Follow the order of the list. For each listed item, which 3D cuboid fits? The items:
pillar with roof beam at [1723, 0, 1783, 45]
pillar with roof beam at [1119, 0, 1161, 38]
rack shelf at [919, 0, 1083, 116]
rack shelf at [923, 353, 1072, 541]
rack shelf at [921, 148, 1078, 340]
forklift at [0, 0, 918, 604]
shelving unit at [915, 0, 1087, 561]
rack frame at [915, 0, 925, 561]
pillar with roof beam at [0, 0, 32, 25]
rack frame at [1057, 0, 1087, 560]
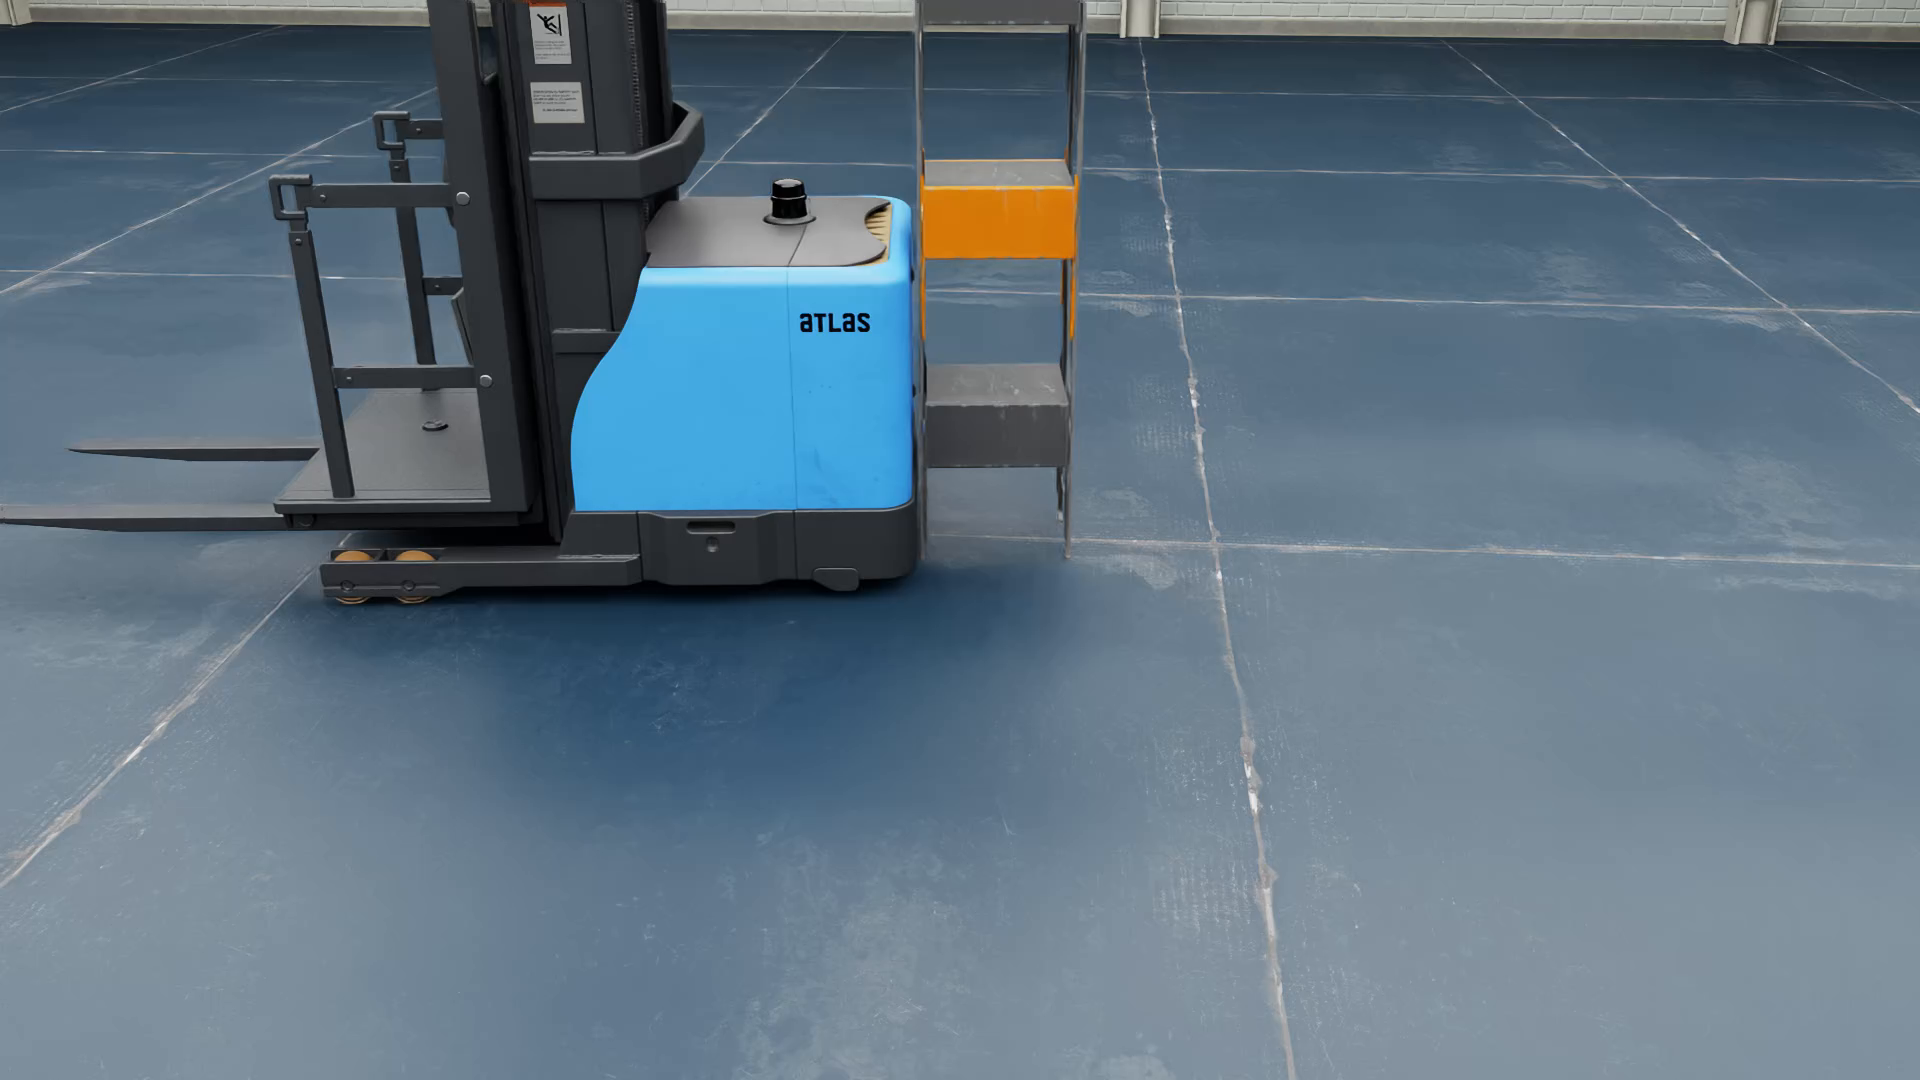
[{"bbox_3d":[7.472,-7.222,10.681,0.400,9.000,9.100,2,25,4],"label":"pillar with roof beam"},{"bbox_3d":[1.489,-7.414,11.098,0.400,9.000,9.100,2,25,4],"label":"pillar with roof beam"},{"bbox_3d":[0.116,-1.593,5.058,0.480,0.518,0.431,0,25,-1],"label":"rack shelf"},{"bbox_3d":[0.116,-0.321,5.643,0.480,0.518,0.431,0,25,-1],"label":"rack shelf"},{"bbox_3d":[0.116,-0.957,5.350,0.480,0.518,0.431,0,25,-1],"label":"rack shelf"},{"bbox_3d":[-1.664,-1.350,5.177,3.031,2.935,1.130,0,25,-1],"label":"forklift"},{"bbox_3d":[0.116,-0.969,5.345,0.503,2.100,0.431,0,25,-1],"label":"shelving unit"},{"bbox_3d":[-0.128,-0.968,5.341,0.015,2.100,0.400,0,25,-1],"label":"rack frame"},{"bbox_3d":[-10.475,-7.798,11.932,0.400,9.000,9.100,2,25,4],"label":"pillar with roof beam"},{"bbox_3d":[0.360,-0.971,5.348,0.015,2.100,0.400,0,25,-1],"label":"rack frame"}]
